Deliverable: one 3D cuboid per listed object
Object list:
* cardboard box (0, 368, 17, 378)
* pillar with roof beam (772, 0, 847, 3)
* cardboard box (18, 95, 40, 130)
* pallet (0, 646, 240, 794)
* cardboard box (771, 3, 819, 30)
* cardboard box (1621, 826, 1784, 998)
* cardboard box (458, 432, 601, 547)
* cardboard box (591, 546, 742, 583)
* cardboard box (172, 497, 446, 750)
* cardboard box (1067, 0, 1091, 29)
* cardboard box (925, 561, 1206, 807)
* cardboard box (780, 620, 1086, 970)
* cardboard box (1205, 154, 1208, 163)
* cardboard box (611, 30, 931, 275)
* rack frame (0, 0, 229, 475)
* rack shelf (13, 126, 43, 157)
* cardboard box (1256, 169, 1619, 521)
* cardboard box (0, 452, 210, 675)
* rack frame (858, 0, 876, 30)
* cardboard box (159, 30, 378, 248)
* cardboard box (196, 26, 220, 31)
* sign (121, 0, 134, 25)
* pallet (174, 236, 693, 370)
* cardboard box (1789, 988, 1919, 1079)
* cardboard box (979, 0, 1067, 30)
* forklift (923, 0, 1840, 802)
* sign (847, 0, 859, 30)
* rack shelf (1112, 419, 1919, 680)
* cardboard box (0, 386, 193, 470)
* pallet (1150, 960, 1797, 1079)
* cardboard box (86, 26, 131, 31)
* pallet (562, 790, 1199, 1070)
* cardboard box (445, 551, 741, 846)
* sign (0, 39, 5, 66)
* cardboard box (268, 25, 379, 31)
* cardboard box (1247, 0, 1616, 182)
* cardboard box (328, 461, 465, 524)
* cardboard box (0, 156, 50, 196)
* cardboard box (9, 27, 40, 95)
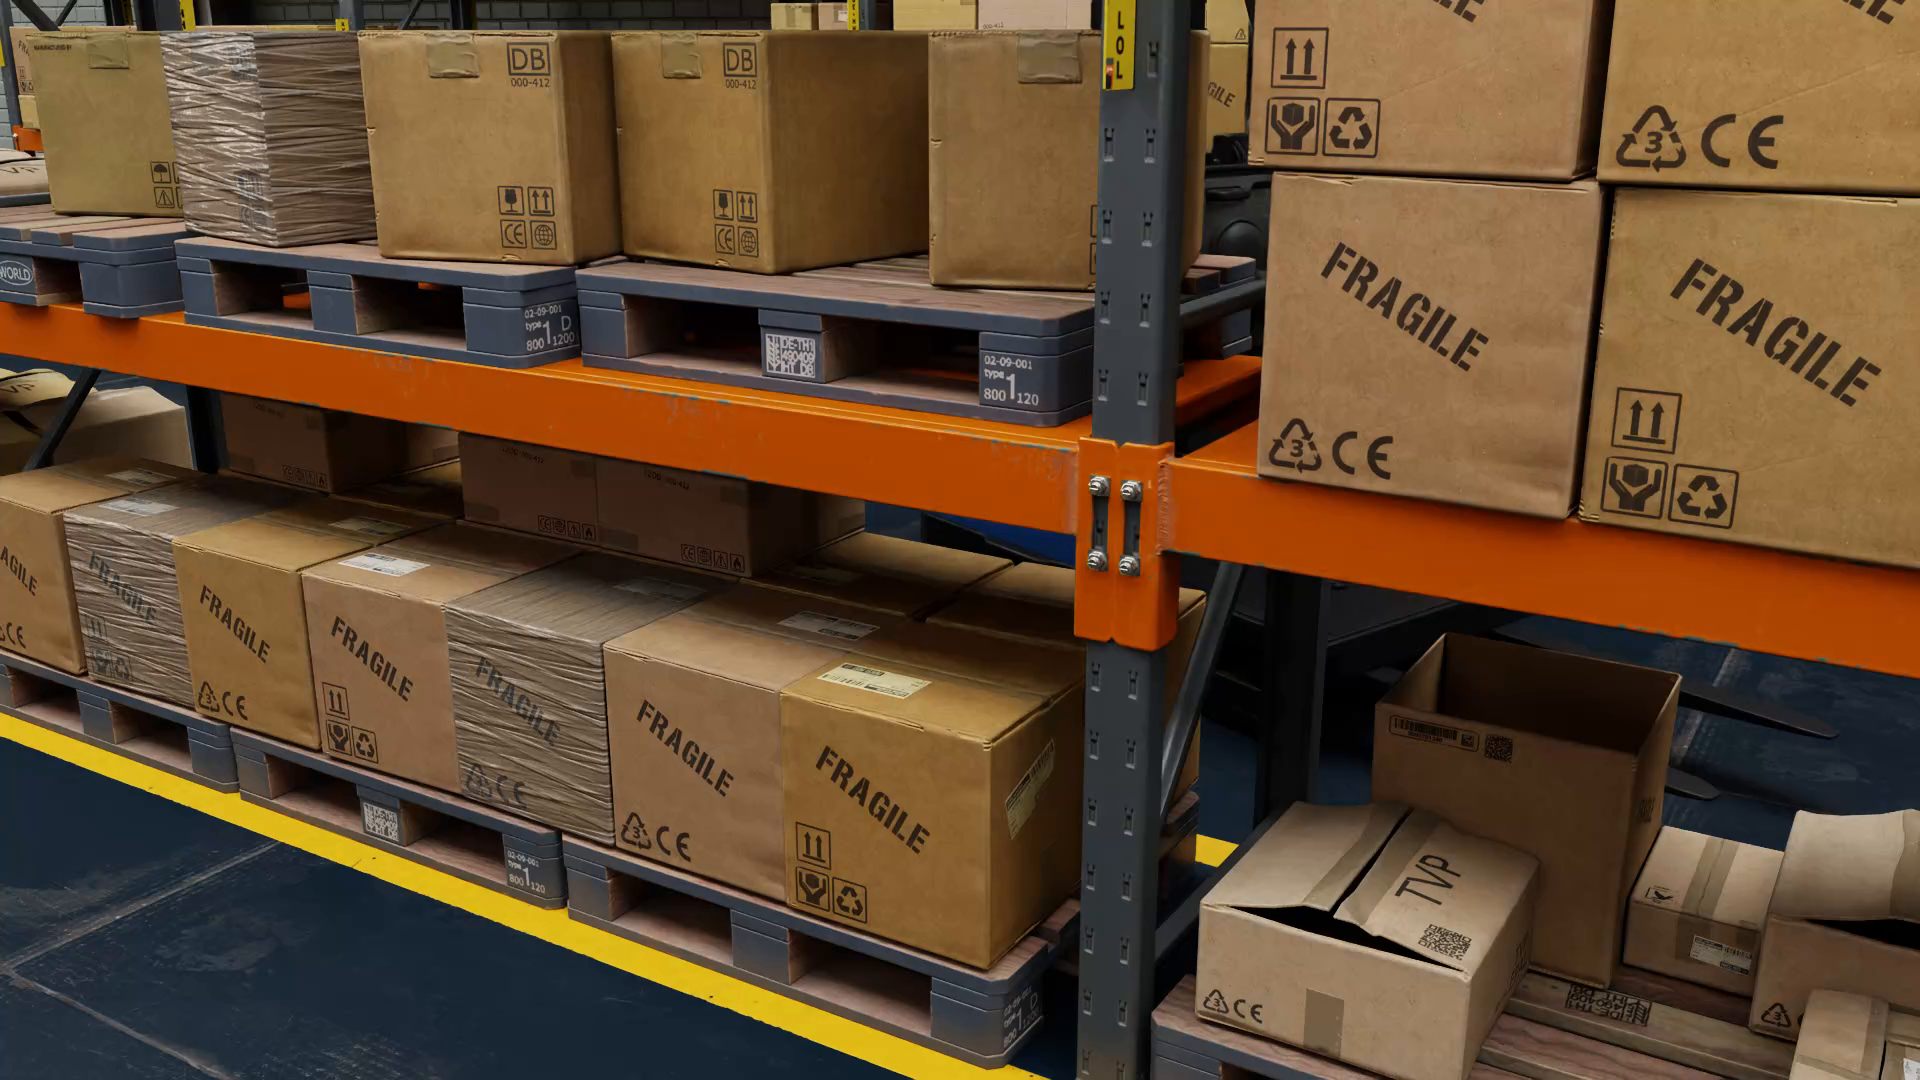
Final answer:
[{"bbox_3d":[-4.046,-0.532,6.516,0.500,0.311,0.500,10,19,29],"label":"cardboard box"},{"bbox_3d":[-3.186,-4.514,6.259,0.400,9.000,9.100,10,20,30],"label":"pillar with roof beam"},{"bbox_3d":[-6.846,-3.300,12.806,0.500,0.250,0.500,9,19,28],"label":"cardboard box"},{"bbox_3d":[-2.251,0.387,5.244,1.213,0.211,1.003,10,20,30],"label":"pallet"},{"bbox_3d":[-0.870,-2.957,9.409,0.250,0.149,0.380,7,18,21],"label":"cardboard box"},{"bbox_3d":[1.526,0.750,3.398,0.250,0.149,0.380,10,20,30],"label":"cardboard box"},{"bbox_3d":[-1.024,-0.197,4.624,0.500,0.250,0.500,10,19,29],"label":"cardboard box"},{"bbox_3d":[-0.626,0.233,4.496,0.500,0.500,0.500,10,20,31],"label":"cardboard box"},{"bbox_3d":[-1.755,0.211,4.569,0.500,0.500,0.500,10,19,29],"label":"cardboard box"},{"bbox_3d":[0.860,-2.567,8.162,0.500,0.250,0.500,10,20,30],"label":"cardboard box"},{"bbox_3d":[0.256,0.390,3.981,0.500,0.500,0.500,9,19,28],"label":"cardboard box"},{"bbox_3d":[-0.030,0.520,3.554,0.500,0.500,0.500,10,20,30],"label":"cardboard box"},{"bbox_3d":[1.194,-1.849,8.205,0.250,0.149,0.380,10,20,30],"label":"cardboard box"},{"bbox_3d":[-0.365,-0.927,3.878,0.500,0.500,0.700,14,22,39],"label":"cardboard box"},{"bbox_3d":[-2.868,-1.070,5.244,0.127,3.000,1.000,10,20,30],"label":"rack frame"},{"bbox_3d":[-5.391,-2.866,12.394,4.000,0.370,1.077,10,20,30],"label":"rack shelf"},{"bbox_3d":[0.833,-0.365,2.749,0.500,0.500,0.500,11,20,31],"label":"cardboard box"},{"bbox_3d":[-2.629,0.055,5.082,0.500,0.500,0.500,11,20,32],"label":"cardboard box"},{"bbox_3d":[-0.278,-2.298,9.285,0.127,3.000,1.000,10,20,30],"label":"rack frame"},{"bbox_3d":[-1.593,-1.065,4.331,0.500,0.500,0.700,15,22,40],"label":"cardboard box"},{"bbox_3d":[-5.103,-3.352,11.688,0.500,0.500,0.500,9,19,28],"label":"cardboard box"},{"bbox_3d":[-6.788,-4.354,13.519,0.005,0.325,0.100,10,20,30],"label":"sign"},{"bbox_3d":[-1.208,-0.684,4.302,1.213,0.211,1.003,10,20,30],"label":"pallet"},{"bbox_3d":[1.528,0.930,2.777,0.250,0.166,0.380,10,20,30],"label":"cardboard box"},{"bbox_3d":[0.432,-2.642,8.409,0.500,0.250,0.500,10,19,29],"label":"cardboard box"},{"bbox_3d":[1.159,-0.966,5.018,1.130,2.935,3.031,-13,21,-36],"label":"forklift"},{"bbox_3d":[-0.554,-2.678,8.681,0.005,0.325,0.100,10,20,30],"label":"sign"},{"bbox_3d":[2.245,0.187,2.344,4.000,0.370,1.077,10,20,30],"label":"rack shelf"},{"bbox_3d":[-3.160,-0.376,6.003,0.500,0.311,0.500,11,20,32],"label":"cardboard box"},{"bbox_3d":[1.126,0.977,3.302,1.213,0.211,1.003,10,20,30],"label":"pallet"},{"bbox_3d":[-5.993,-3.506,12.197,0.500,0.500,0.500,9,19,28],"label":"cardboard box"},{"bbox_3d":[-0.172,0.758,4.023,1.213,0.211,1.003,10,20,30],"label":"pallet"},{"bbox_3d":[-0.874,0.366,4.060,0.500,0.500,0.500,10,20,31],"label":"cardboard box"},{"bbox_3d":[-7.379,-3.794,12.722,0.005,0.325,0.100,10,20,30],"label":"sign"},{"bbox_3d":[-4.252,-3.198,11.182,0.500,0.500,0.500,10,20,30],"label":"cardboard box"},{"bbox_3d":[0.795,-0.847,2.616,0.500,0.500,0.500,11,20,31],"label":"cardboard box"},{"bbox_3d":[-1.507,0.078,5.007,0.500,0.500,0.500,9,19,28],"label":"cardboard box"},{"bbox_3d":[-3.155,-1.094,5.475,0.500,0.311,0.500,12,20,33],"label":"cardboard box"},{"bbox_3d":[-6.846,-3.664,12.716,0.500,0.500,0.500,10,20,30],"label":"cardboard box"}]
